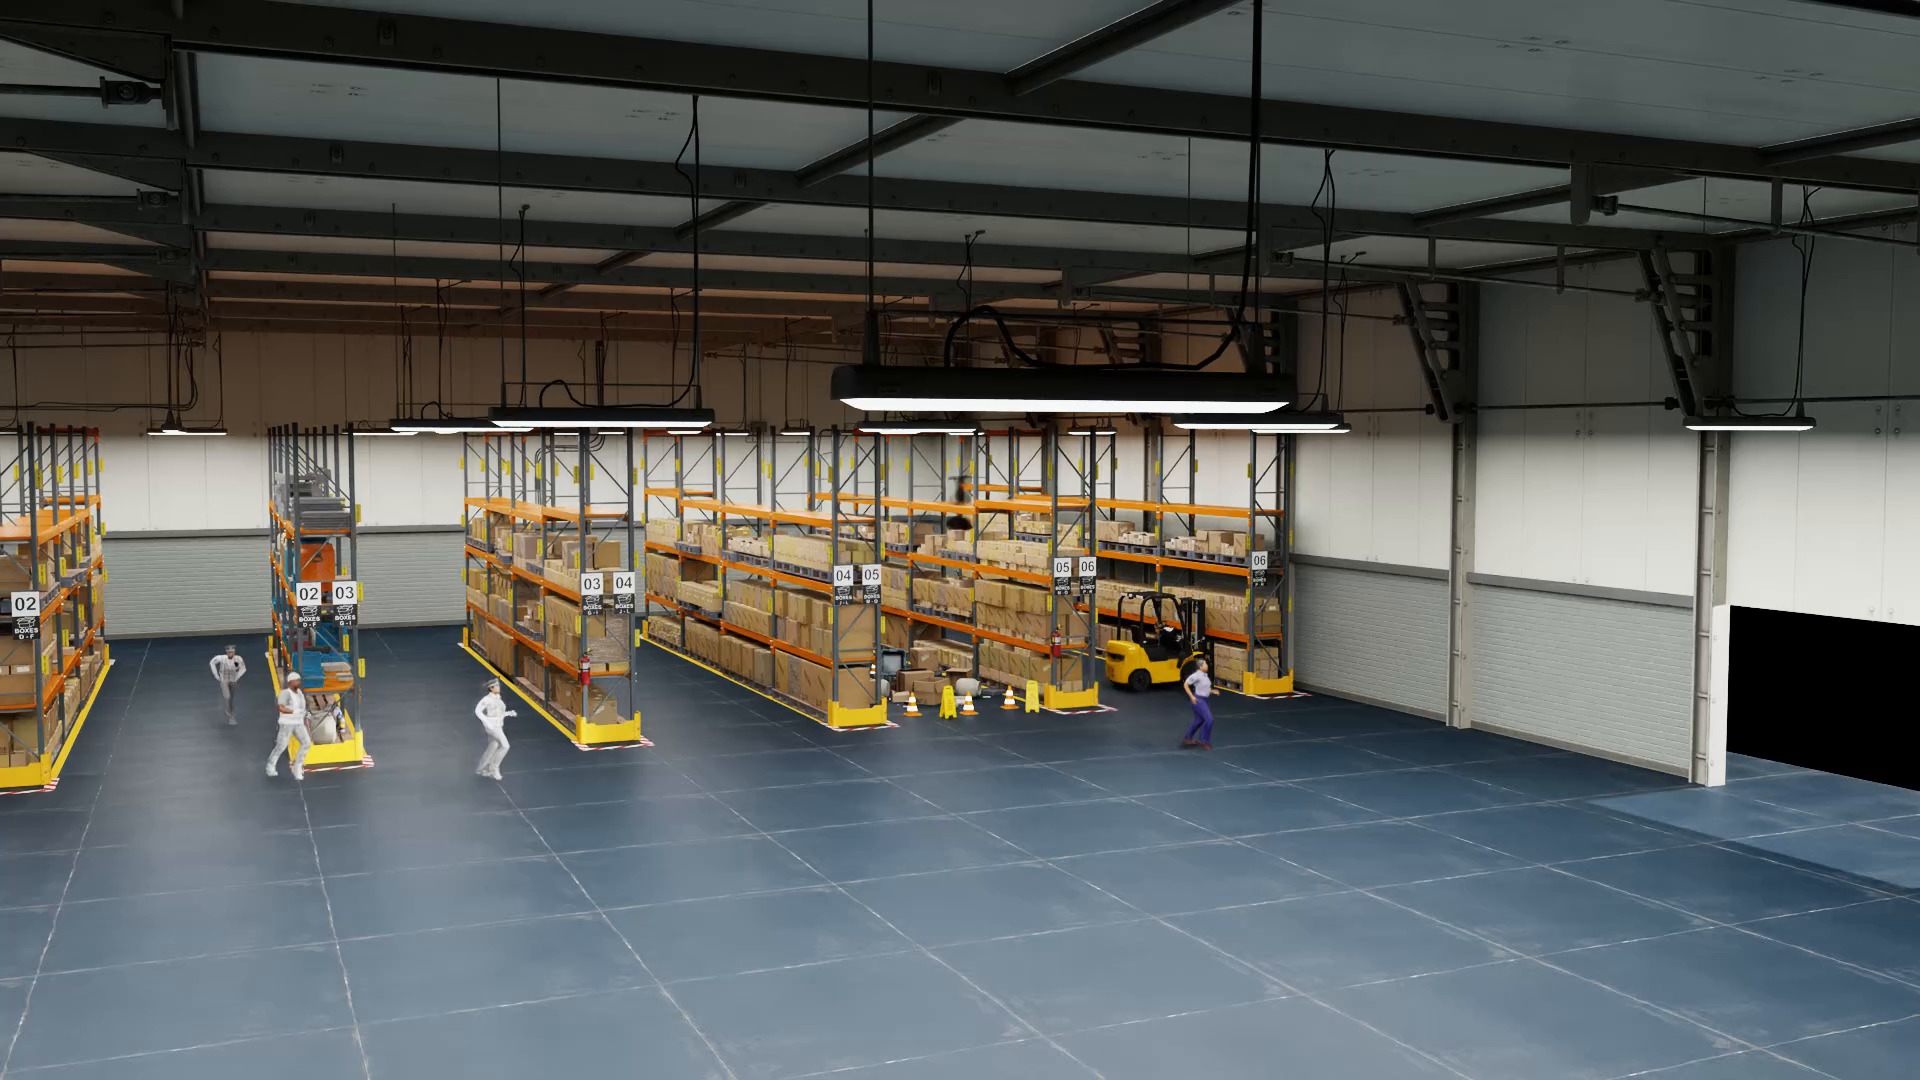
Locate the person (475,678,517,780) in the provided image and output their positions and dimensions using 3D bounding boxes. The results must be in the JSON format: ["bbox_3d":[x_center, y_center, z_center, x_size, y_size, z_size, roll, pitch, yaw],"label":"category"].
[{"bbox_3d":[-7.827,3.177,27.987,0.695,1.716,0.588,0,3,2],"label":"person"}]

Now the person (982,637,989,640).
[{"bbox_3d":[0.813,2.183,43.420,0.630,1.822,0.692,-2,4,-25],"label":"person"}]

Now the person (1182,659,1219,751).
[{"bbox_3d":[4.417,3.055,30.645,0.718,1.700,0.613,2,4,25],"label":"person"}]

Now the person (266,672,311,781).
[{"bbox_3d":[-11.293,3.136,28.049,0.745,1.812,0.737,1,4,16],"label":"person"}]

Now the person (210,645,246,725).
[{"bbox_3d":[-14.799,2.900,33.576,0.617,1.624,0.980,-2,4,-29],"label":"person"}]
